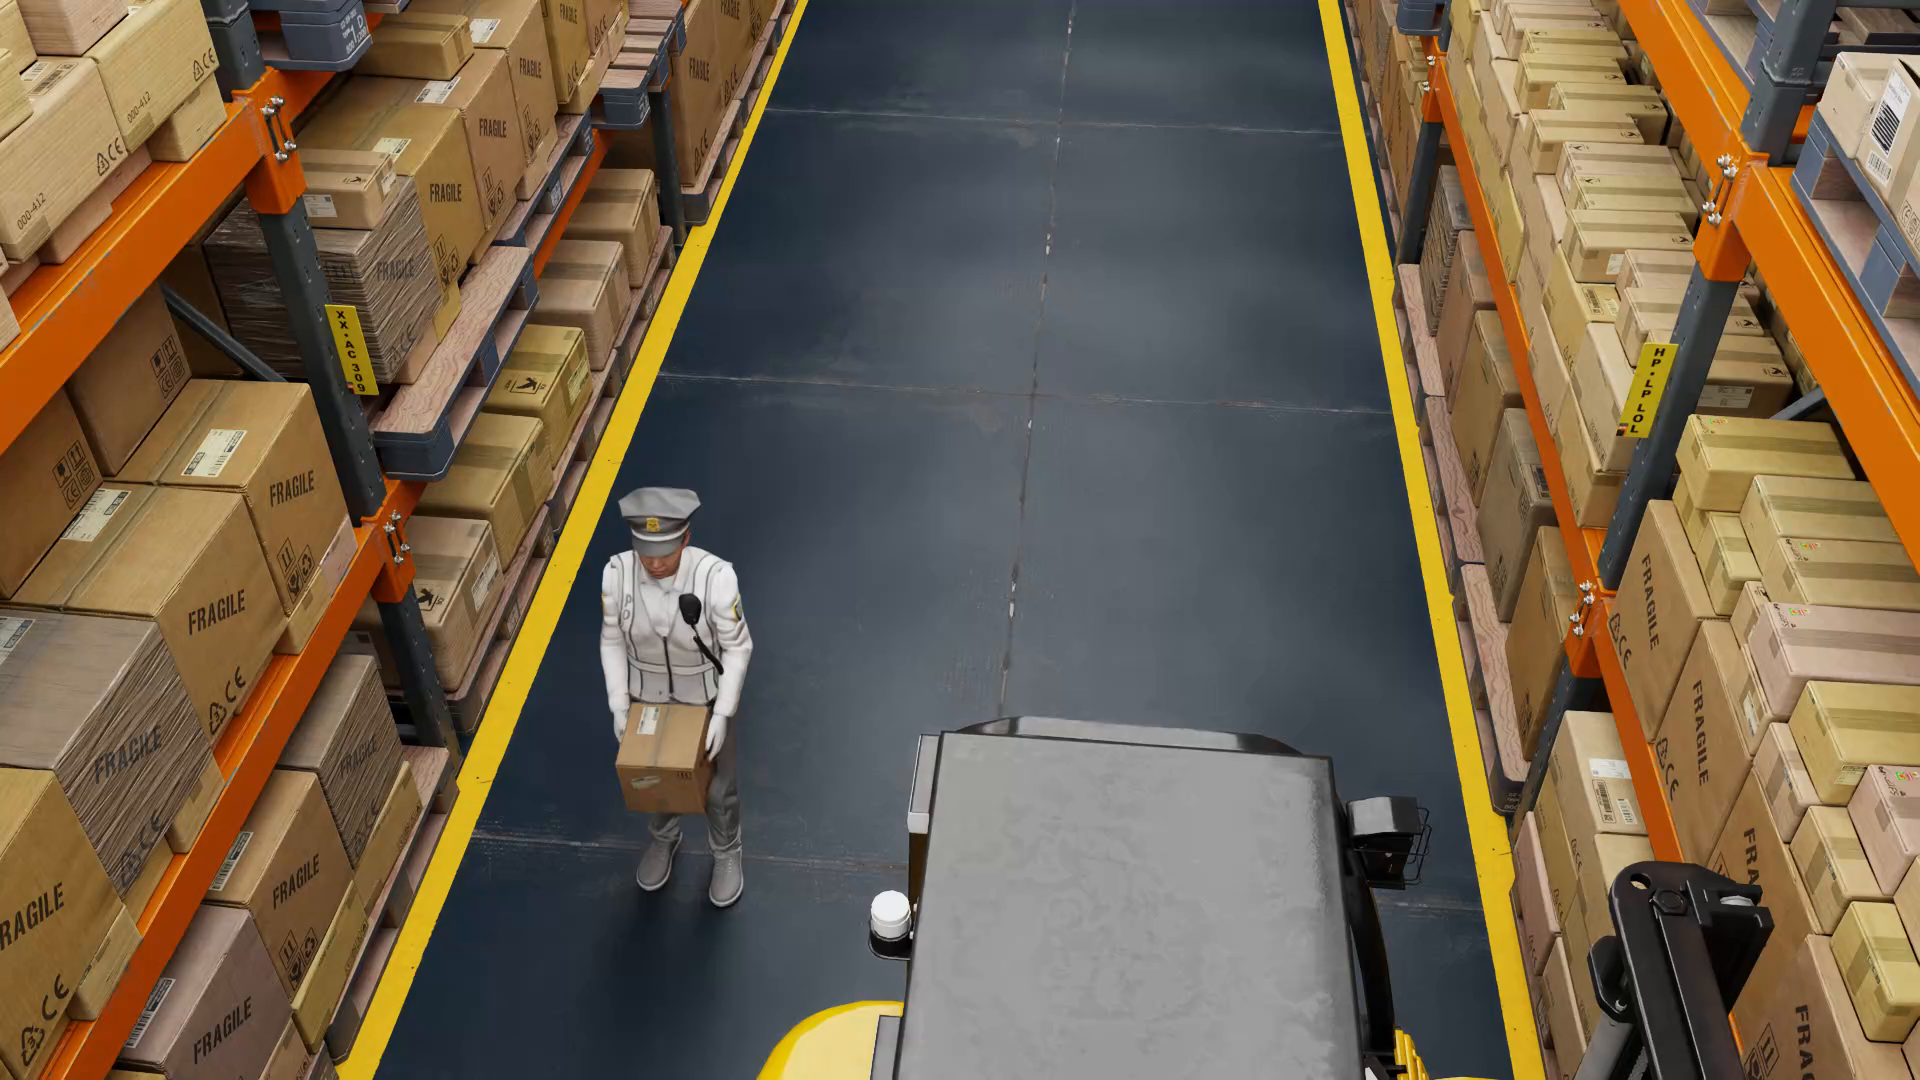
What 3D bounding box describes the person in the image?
[{"bbox_3d":[-0.925,0.541,5.508,0.498,1.674,0.425,3,40,3],"label":"person"}]
